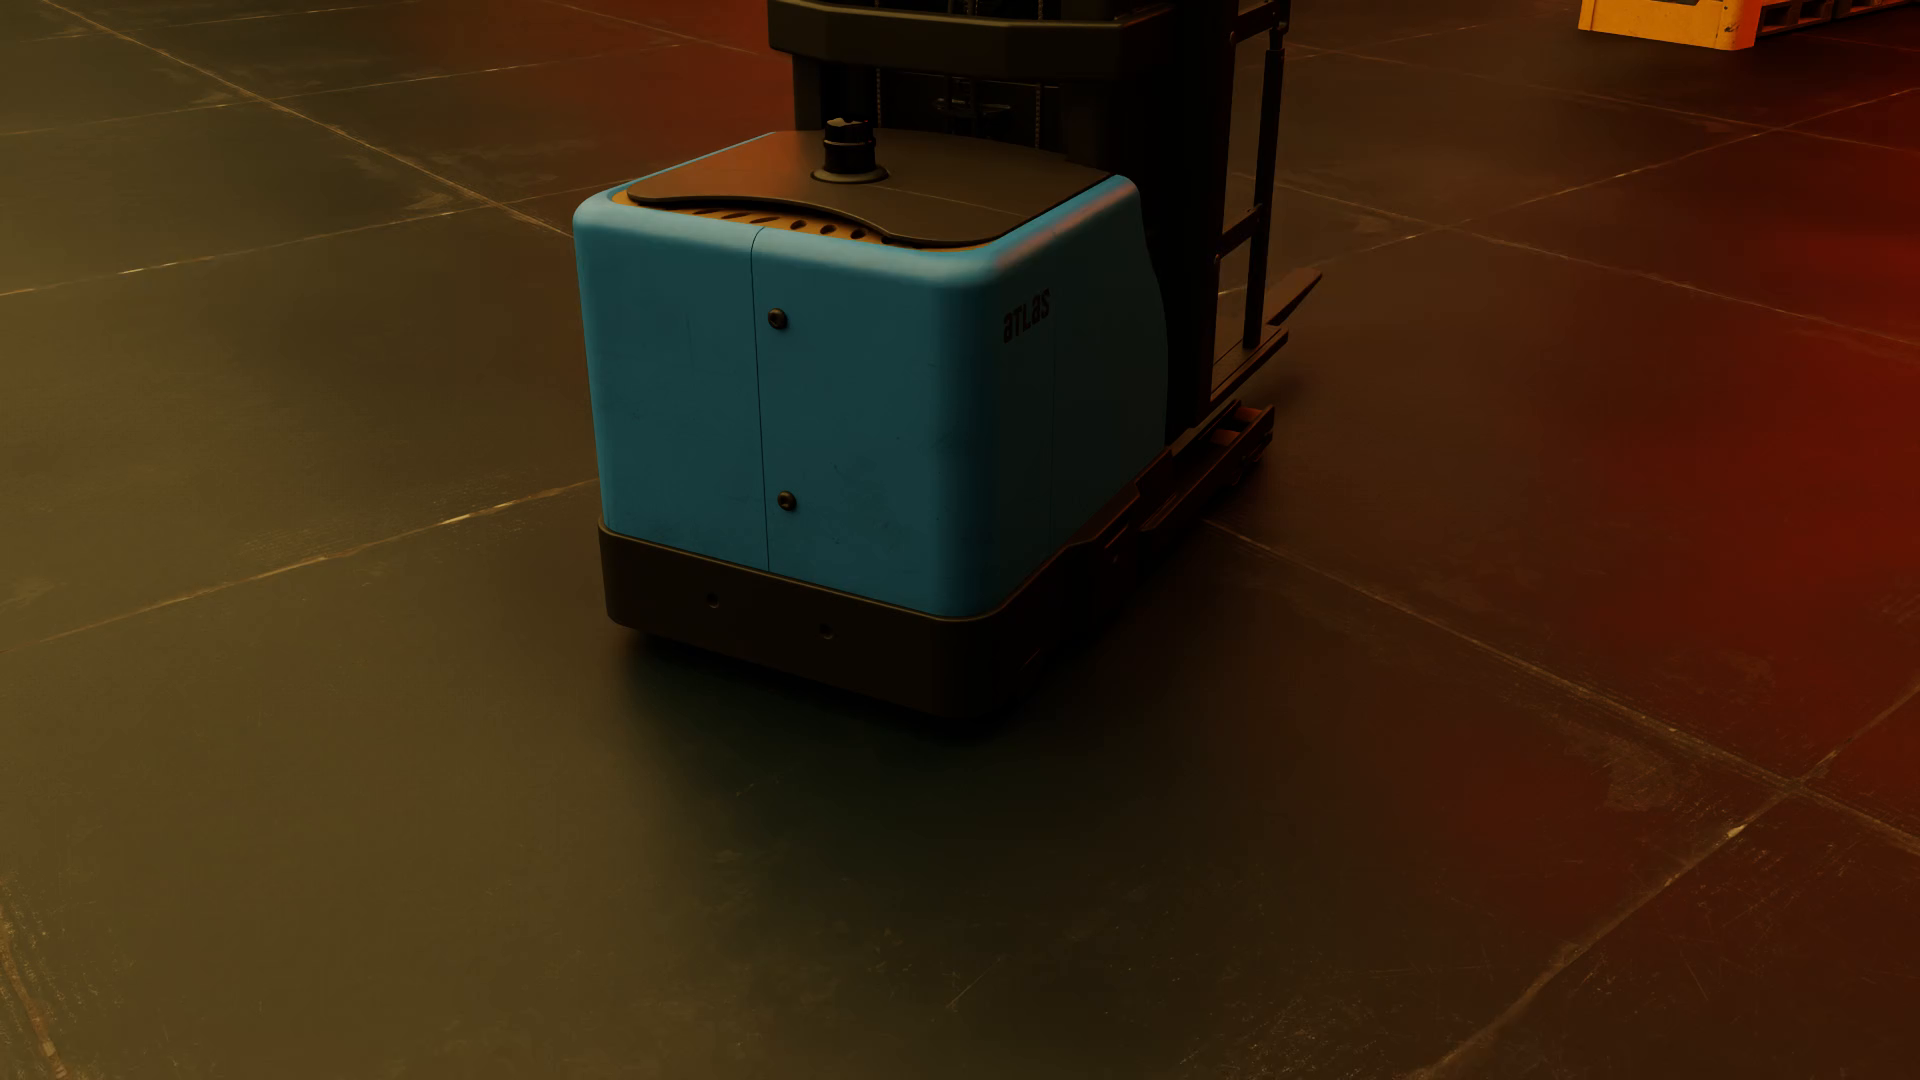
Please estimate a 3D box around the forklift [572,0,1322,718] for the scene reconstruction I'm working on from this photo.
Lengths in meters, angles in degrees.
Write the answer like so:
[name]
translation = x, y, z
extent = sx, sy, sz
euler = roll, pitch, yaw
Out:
[forklift]
translation = 0.285, -1.552, 4.331
extent = 1.130, 2.935, 3.031
euler = 13, 29, 25
